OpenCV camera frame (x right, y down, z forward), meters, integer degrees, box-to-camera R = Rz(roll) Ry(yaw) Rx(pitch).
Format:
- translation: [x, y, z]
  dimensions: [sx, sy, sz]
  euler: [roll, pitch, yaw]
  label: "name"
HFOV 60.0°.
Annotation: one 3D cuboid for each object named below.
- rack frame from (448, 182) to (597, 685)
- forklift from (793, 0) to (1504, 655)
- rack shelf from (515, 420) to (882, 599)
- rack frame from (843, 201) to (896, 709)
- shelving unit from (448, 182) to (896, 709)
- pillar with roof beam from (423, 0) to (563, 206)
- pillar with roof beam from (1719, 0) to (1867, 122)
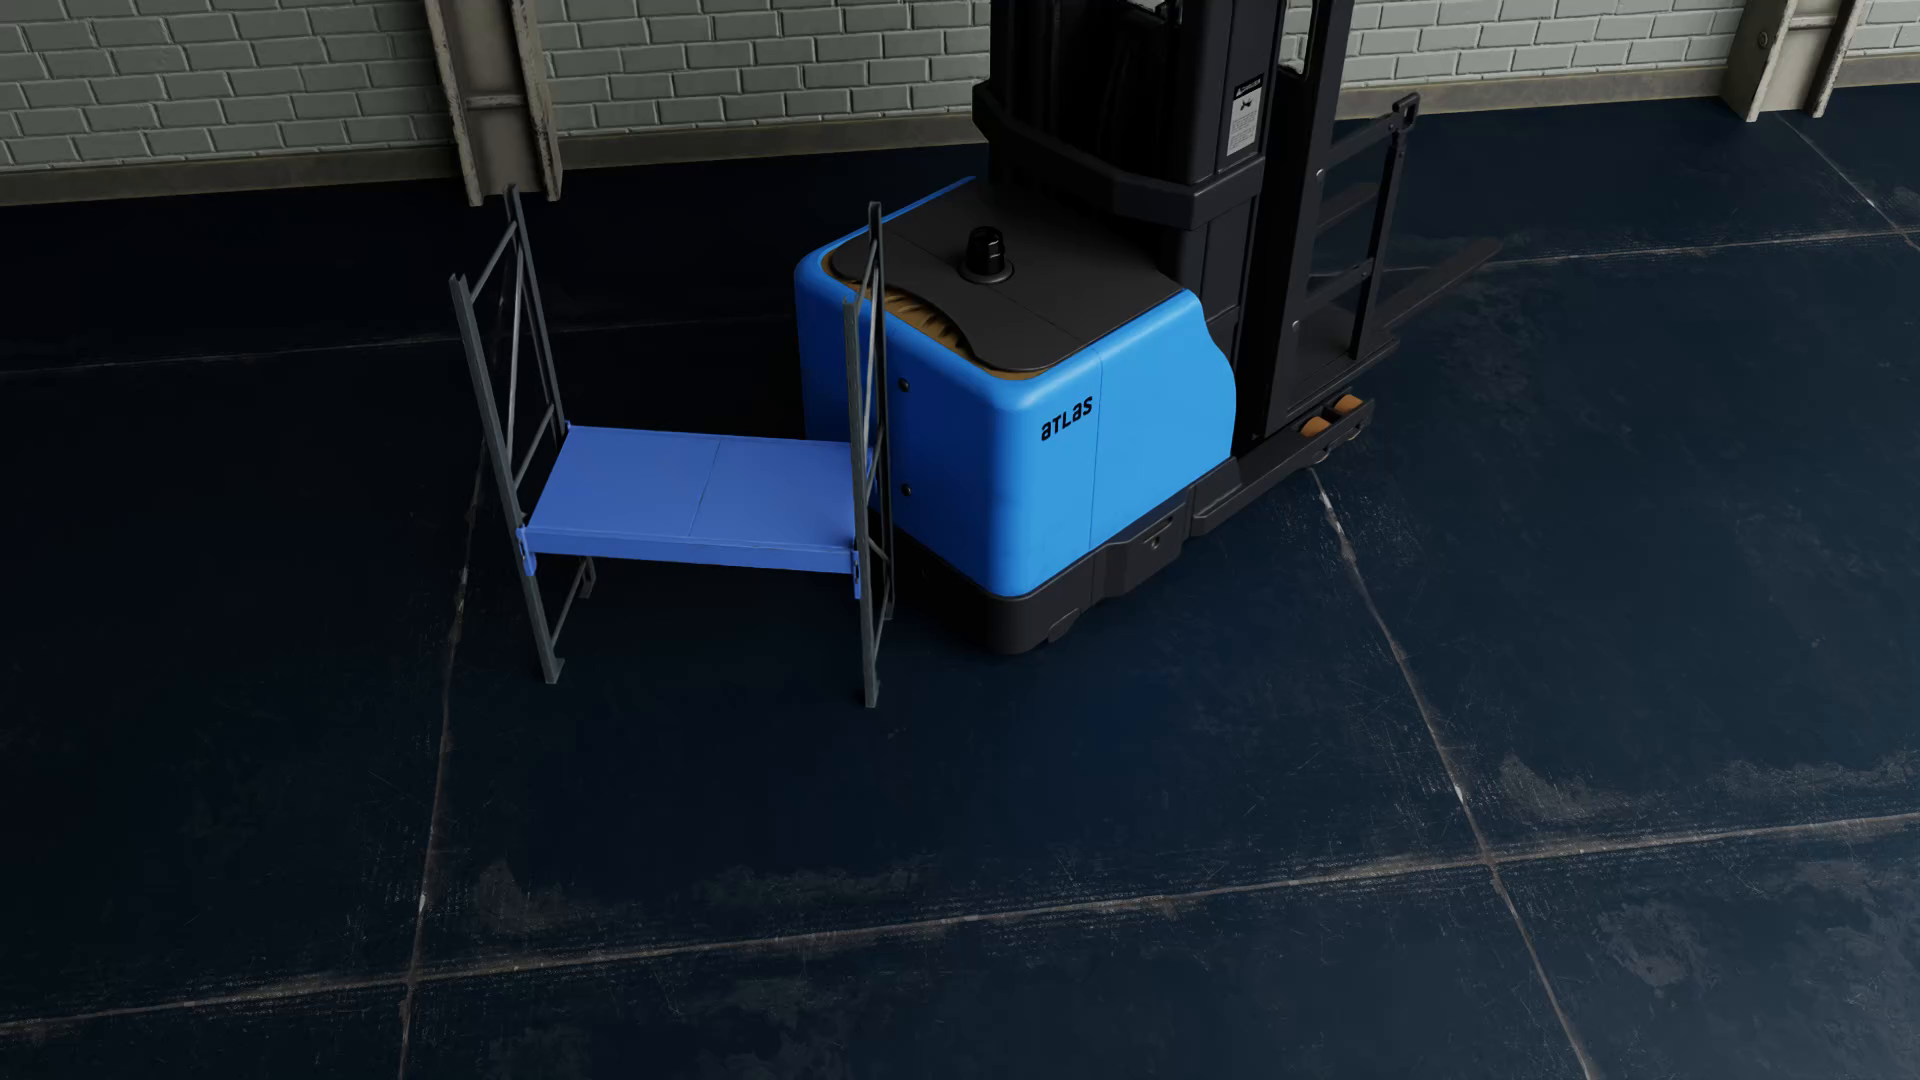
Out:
- translation: [-1.266, -0.267, 4.926]
  dimensions: [0.032, 1.500, 0.500]
  euler: [4, 42, 4]
  label: "rack frame"
- translation: [0.885, -1.595, 5.331]
  dimensions: [3.031, 2.935, 1.130]
  euler: [-33, 51, -31]
  label: "forklift"
- translation: [-0.760, -0.100, 5.009]
  dimensions: [1.000, 0.185, 0.538]
  euler: [4, 42, 4]
  label: "rack shelf"
- translation: [-0.255, -0.200, 4.852]
  dimensions: [0.032, 1.500, 0.500]
  euler: [4, 42, 4]
  label: "rack frame"
- translation: [-0.760, -0.233, 4.889]
  dimensions: [1.048, 1.500, 0.538]
  euler: [4, 42, 4]
  label: "shelving unit"
- translation: [-1.449, -2.086, 1.344]
  dimensions: [0.400, 9.000, 9.100]
  euler: [-5, 42, -6]
  label: "pillar with roof beam"
- translation: [4.501, -2.607, 1.921]
  dimensions: [0.400, 9.000, 9.100]
  euler: [-5, 42, -6]
  label: "pillar with roof beam"
